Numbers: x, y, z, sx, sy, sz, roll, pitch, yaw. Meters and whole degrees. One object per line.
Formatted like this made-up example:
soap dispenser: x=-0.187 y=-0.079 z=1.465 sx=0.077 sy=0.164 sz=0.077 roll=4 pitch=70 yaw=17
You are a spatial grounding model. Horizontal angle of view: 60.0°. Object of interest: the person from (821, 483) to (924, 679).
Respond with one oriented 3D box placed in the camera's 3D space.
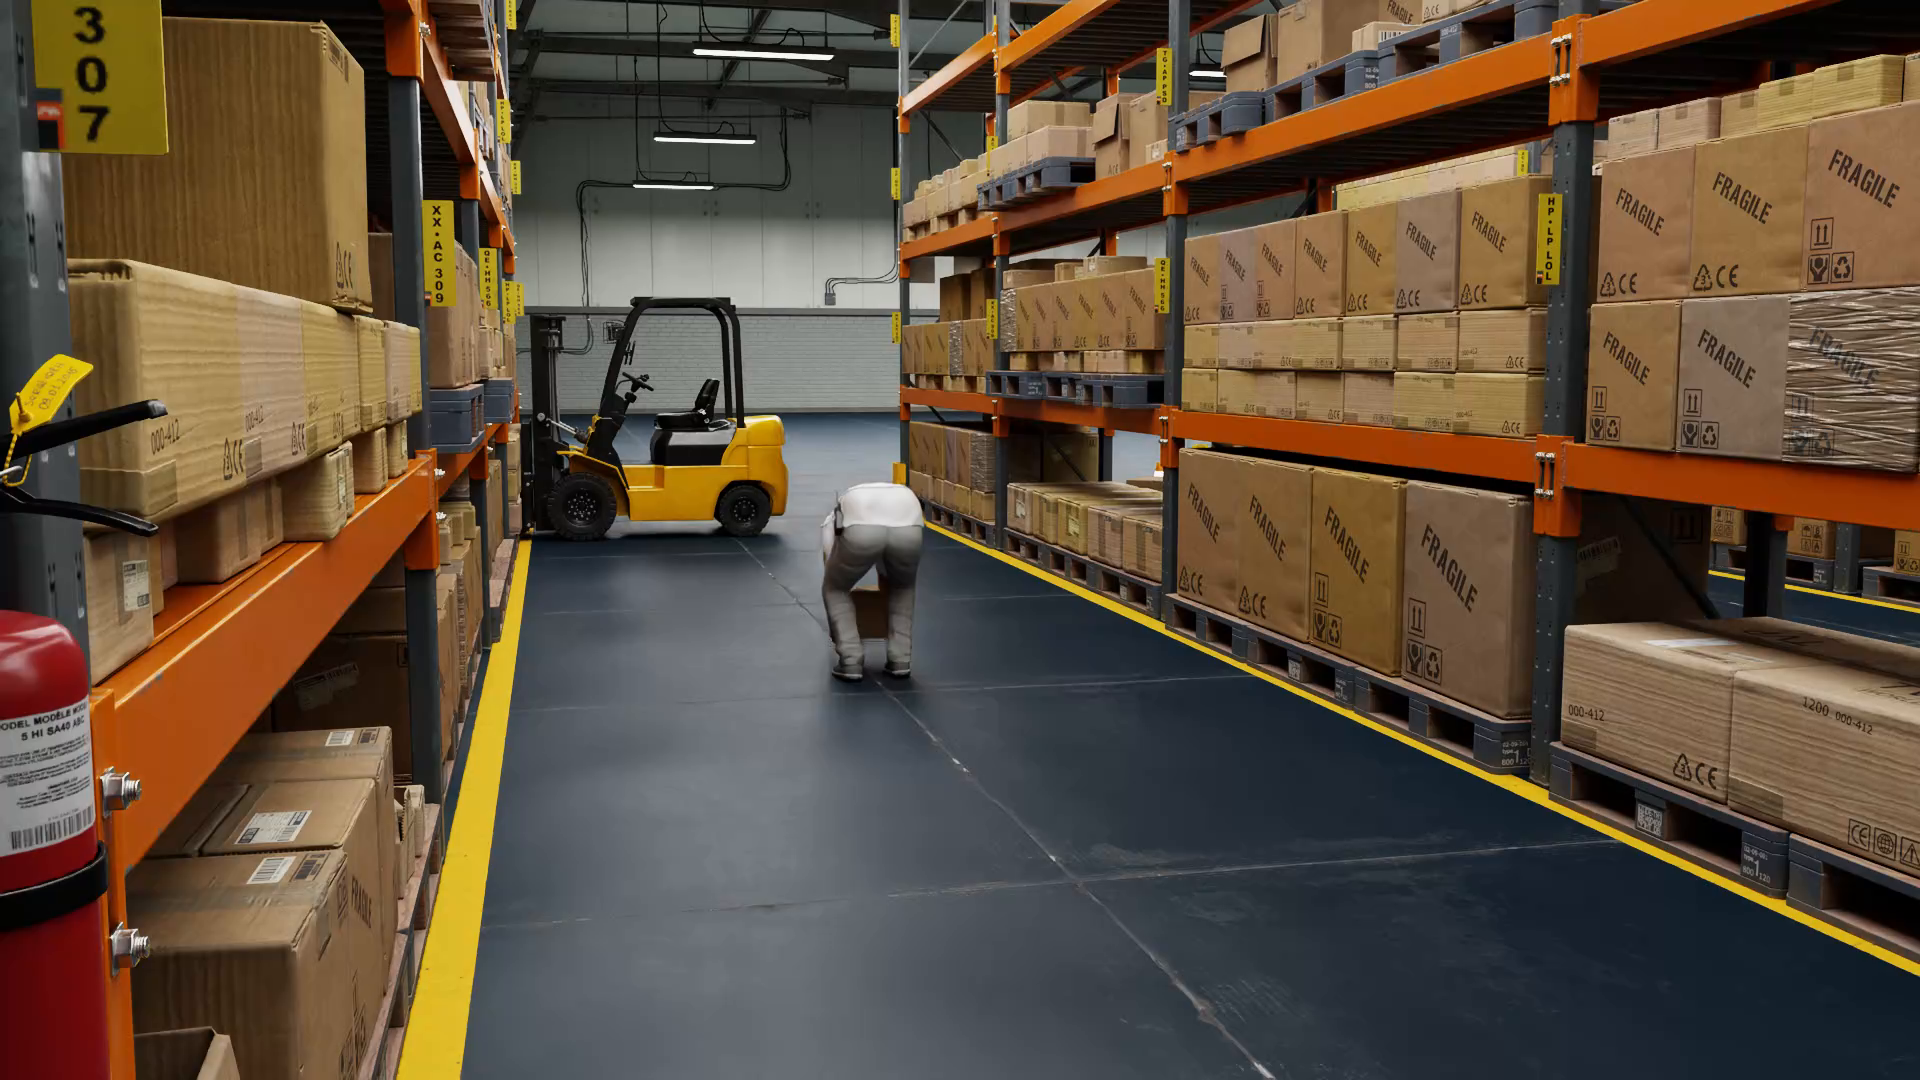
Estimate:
person: x=-0.485 y=0.187 z=8.583 sx=0.495 sy=0.990 sz=0.923 roll=-2 pitch=6 yaw=-16
